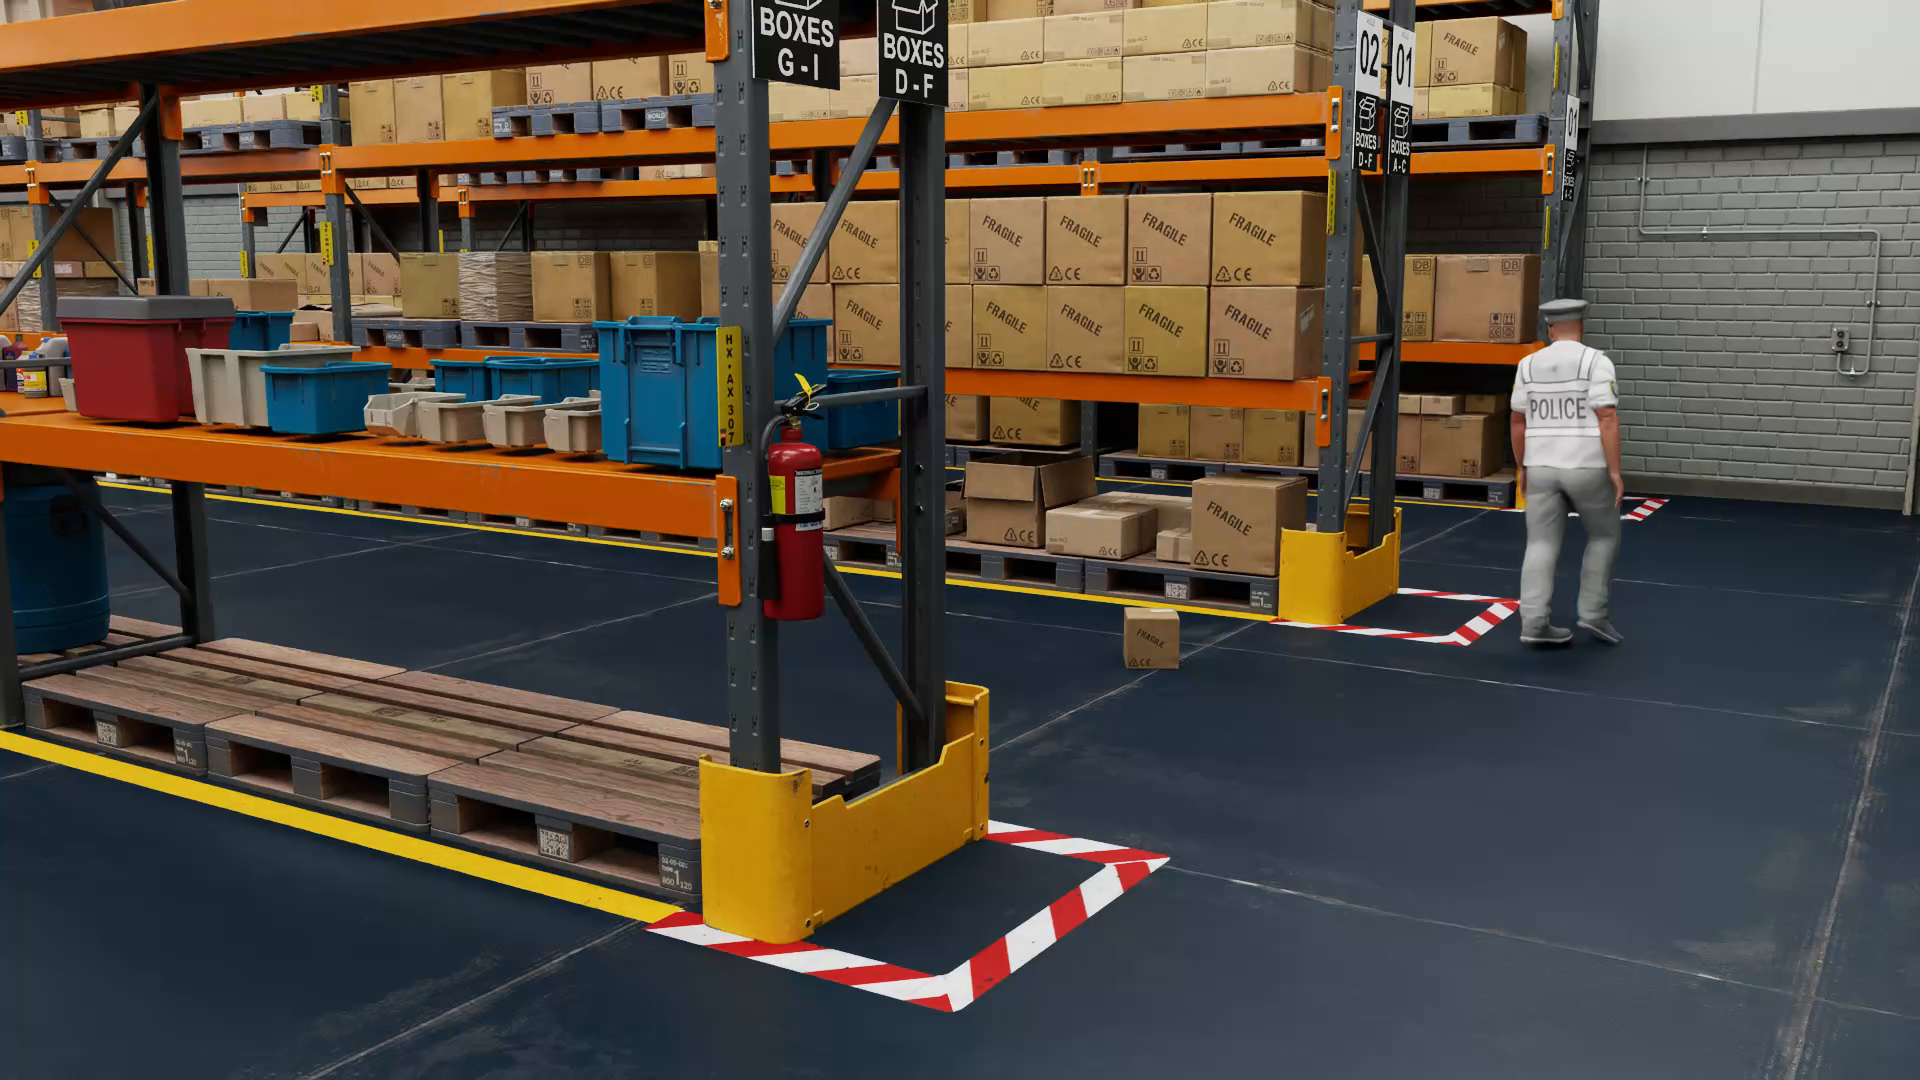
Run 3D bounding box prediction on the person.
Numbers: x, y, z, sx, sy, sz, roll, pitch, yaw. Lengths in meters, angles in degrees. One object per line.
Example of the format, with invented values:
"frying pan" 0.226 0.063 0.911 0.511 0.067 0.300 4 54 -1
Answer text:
"person" 3.079 -0.319 8.426 0.627 1.786 0.615 8 12 40
